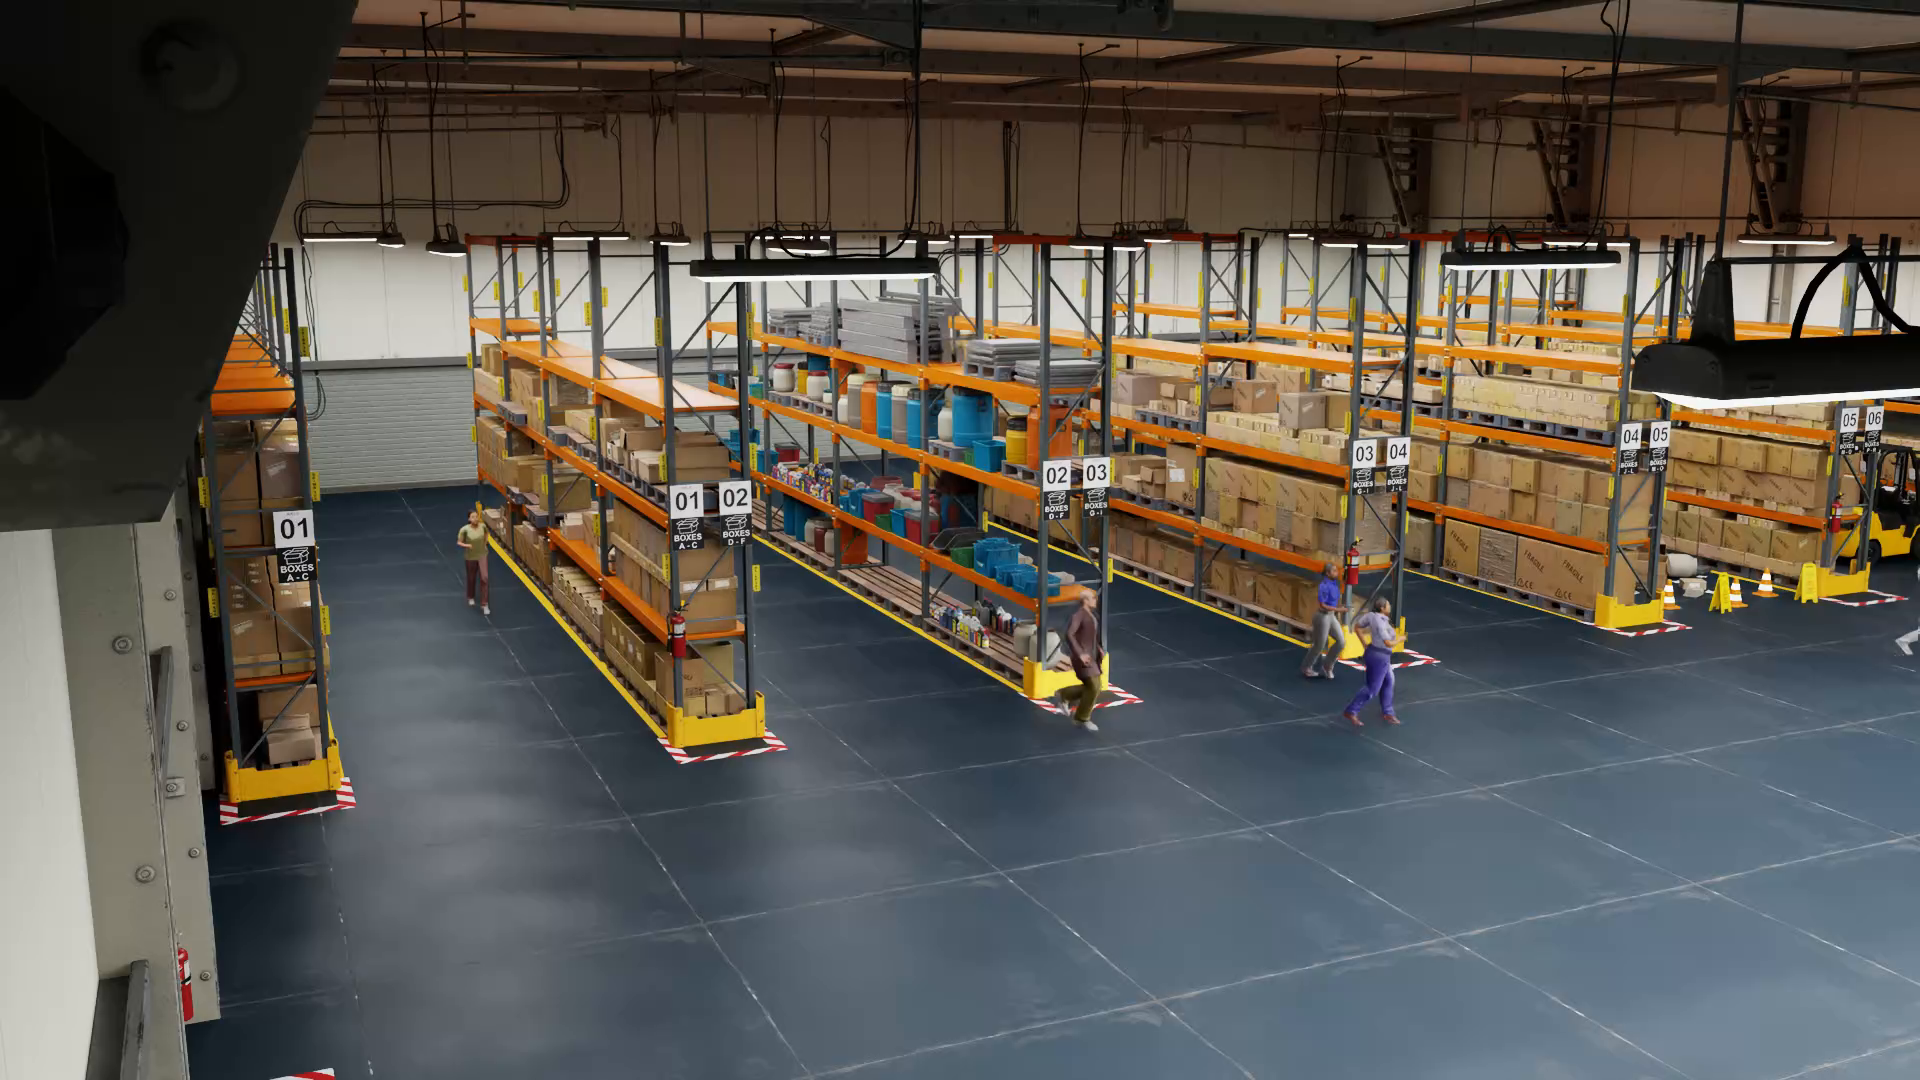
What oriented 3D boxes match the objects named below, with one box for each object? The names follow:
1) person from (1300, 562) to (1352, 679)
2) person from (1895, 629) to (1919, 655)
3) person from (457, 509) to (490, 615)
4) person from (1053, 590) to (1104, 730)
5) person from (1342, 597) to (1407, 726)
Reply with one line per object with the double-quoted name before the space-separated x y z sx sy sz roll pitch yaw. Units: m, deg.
"person" 5.092 1.147 23.021 0.709 1.717 0.592 8 13 35
"person" 14.023 0.959 23.890 0.950 1.699 0.649 4 12 18
"person" -7.899 0.320 27.051 0.529 1.696 0.887 -5 12 -23
"person" 1.551 1.500 21.012 0.602 1.749 0.757 5 12 24
"person" 5.201 1.540 20.834 0.810 1.699 0.631 0 11 0
